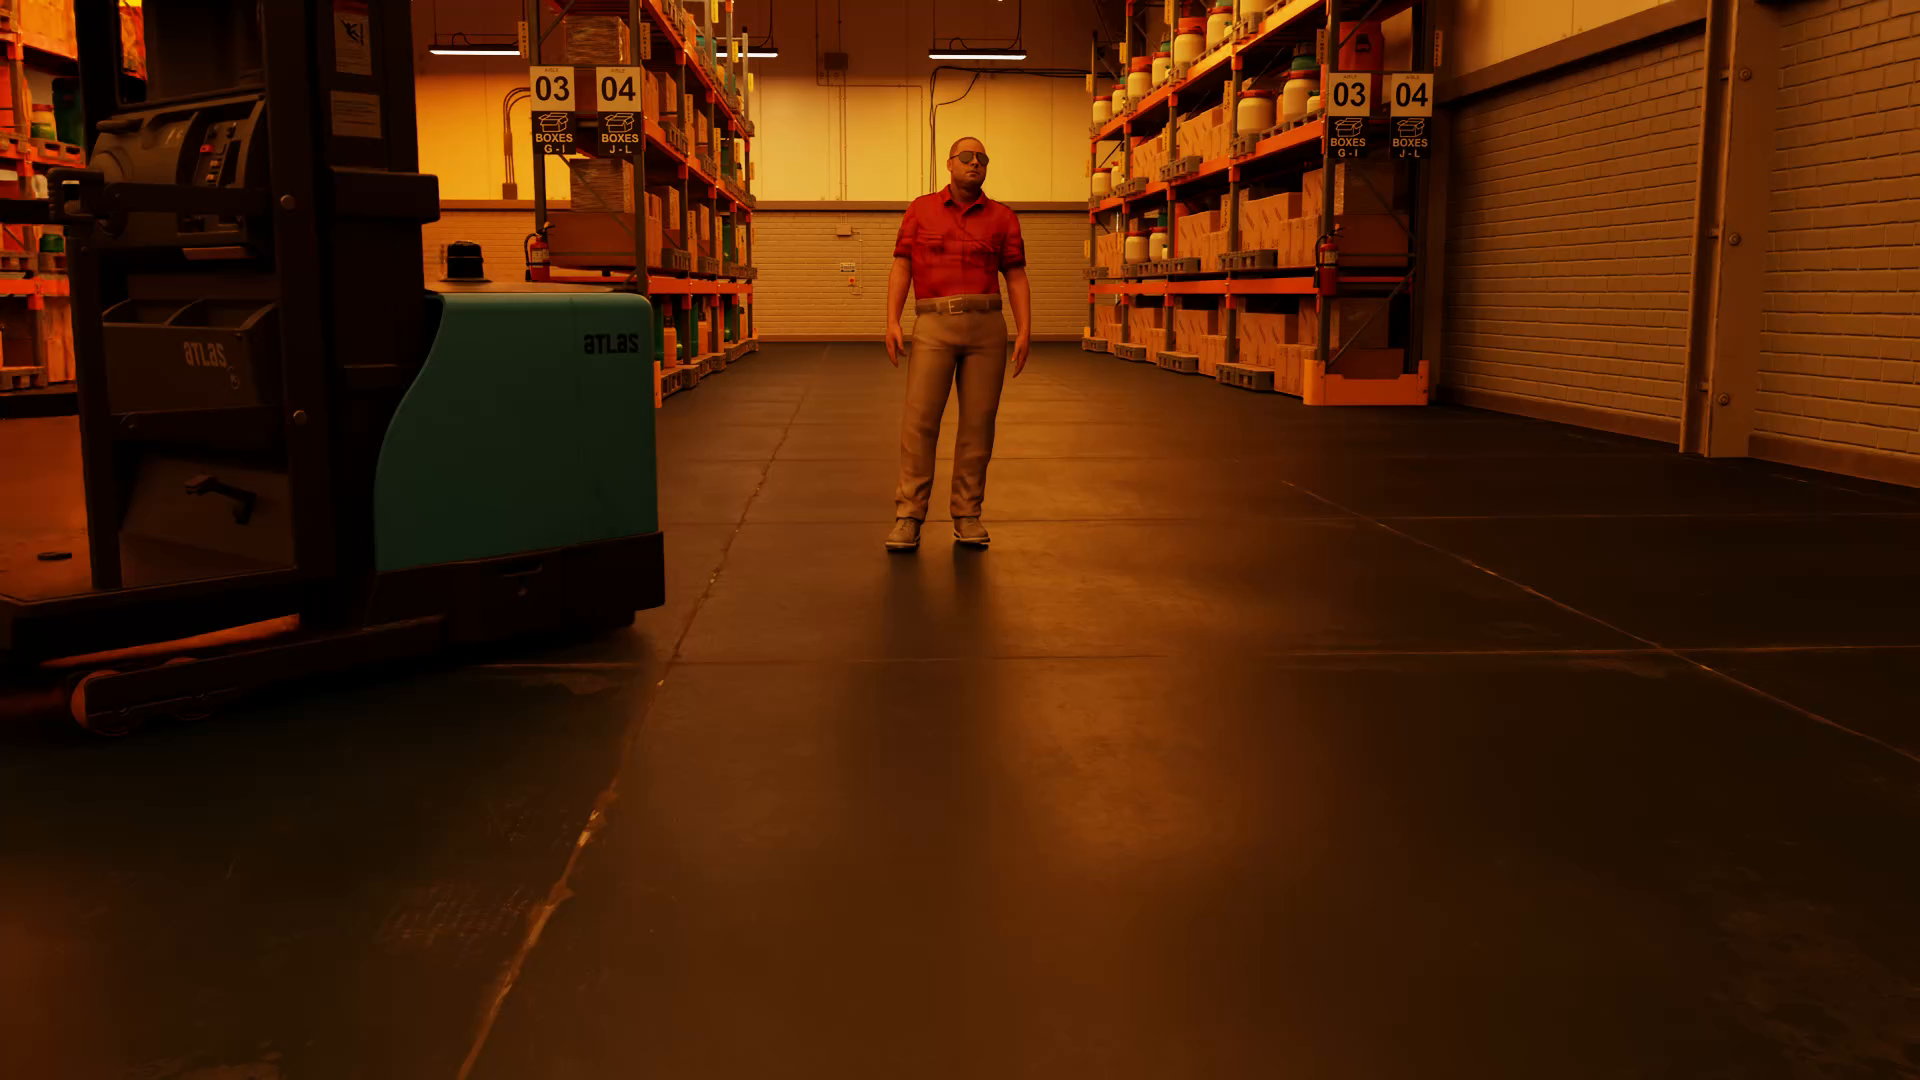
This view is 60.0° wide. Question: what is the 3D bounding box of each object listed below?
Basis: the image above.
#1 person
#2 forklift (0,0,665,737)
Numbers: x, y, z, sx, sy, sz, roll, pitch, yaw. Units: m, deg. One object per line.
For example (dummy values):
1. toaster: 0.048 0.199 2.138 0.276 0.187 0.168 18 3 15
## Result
1. person: -0.007 -0.849 7.093 0.640 1.727 0.551 -1 8 -4
2. forklift: -2.289 -1.050 4.402 1.130 2.935 3.031 7 11 39
